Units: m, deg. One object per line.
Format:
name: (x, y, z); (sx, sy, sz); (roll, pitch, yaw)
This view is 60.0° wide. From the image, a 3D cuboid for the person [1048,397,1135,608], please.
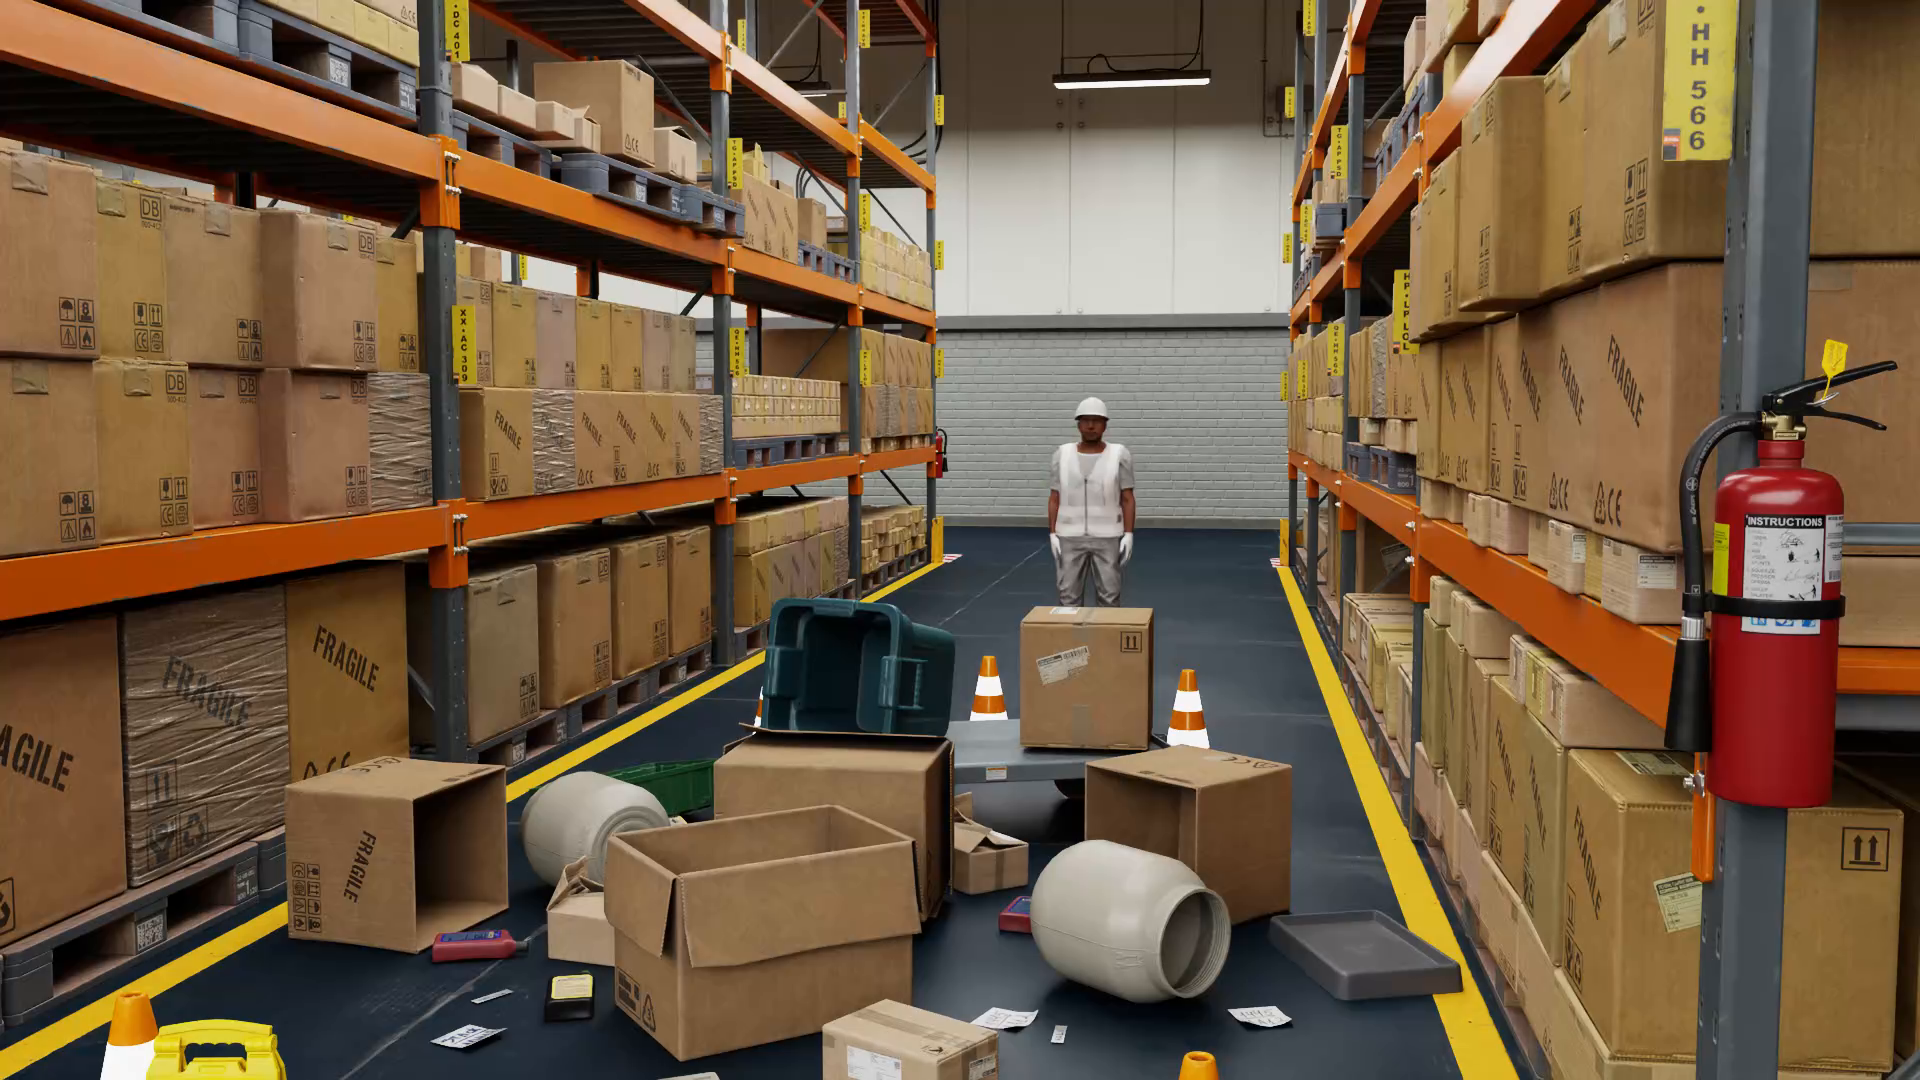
person: (0.821, 0.003, 10.412); (0.549, 1.789, 0.361); (1, 4, 10)
